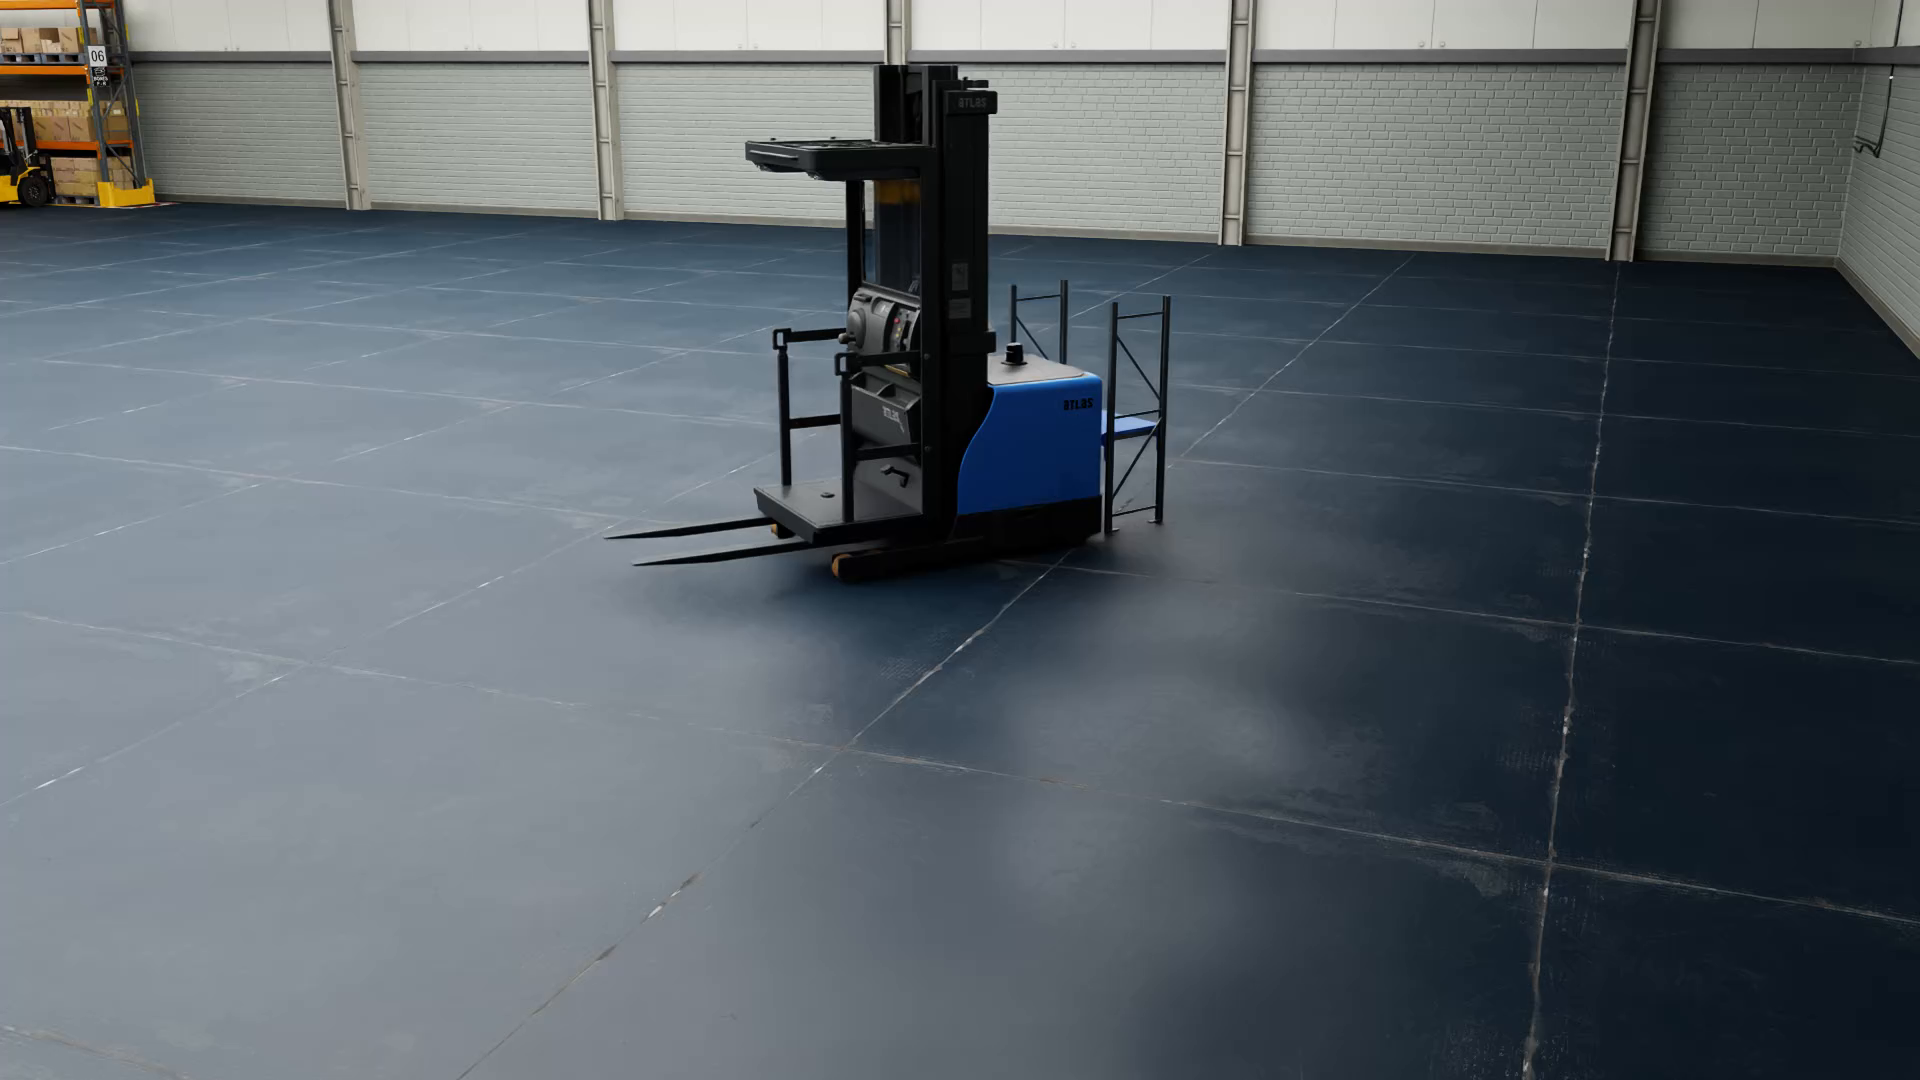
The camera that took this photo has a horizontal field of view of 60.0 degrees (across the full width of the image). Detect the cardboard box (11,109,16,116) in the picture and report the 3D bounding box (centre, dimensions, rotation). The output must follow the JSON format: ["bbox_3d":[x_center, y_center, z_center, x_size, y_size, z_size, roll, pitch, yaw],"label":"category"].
[{"bbox_3d":[-19.845,-9.020,35.022,0.250,0.149,0.380,6,17,19],"label":"cardboard box"}]

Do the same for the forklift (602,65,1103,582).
[{"bbox_3d":[-0.646,-1.328,9.989,3.031,2.935,1.130,-8,18,-26],"label":"forklift"}]

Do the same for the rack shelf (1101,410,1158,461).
[{"bbox_3d":[0.843,-0.753,11.223,0.538,0.185,1.000,-12,20,-35],"label":"rack shelf"}]

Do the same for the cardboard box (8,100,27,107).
[{"bbox_3d":[-19.810,-9.182,35.044,0.250,0.149,0.380,6,17,20],"label":"cardboard box"}]

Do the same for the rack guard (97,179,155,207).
[{"bbox_3d":[-17.482,-7.288,34.881,0.348,0.500,1.175,6,17,21],"label":"rack guard"}]

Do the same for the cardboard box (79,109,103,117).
[{"bbox_3d":[-17.929,-8.813,34.309,0.250,0.149,0.380,7,17,21],"label":"cardboard box"}]

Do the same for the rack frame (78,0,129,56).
[{"bbox_3d":[-17.504,-11.372,33.705,0.127,3.000,1.000,6,17,21],"label":"rack frame"}]

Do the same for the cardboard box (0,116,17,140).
[{"bbox_3d":[-19.946,-8.735,35.201,0.500,0.500,0.500,6,17,20],"label":"cardboard box"}]

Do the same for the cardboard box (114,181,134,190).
[{"bbox_3d":[-17.889,-7.473,35.214,0.500,0.250,0.500,6,17,21],"label":"cardboard box"}]

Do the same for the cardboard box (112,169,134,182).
[{"bbox_3d":[-17.865,-7.714,35.148,0.500,0.250,0.500,7,17,22],"label":"cardboard box"}]

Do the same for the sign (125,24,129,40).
[{"bbox_3d":[-17.295,-10.533,34.484,0.005,0.325,0.100,6,17,21],"label":"sign"}]

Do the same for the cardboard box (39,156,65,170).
[{"bbox_3d":[-18.997,-7.918,34.954,0.500,0.250,0.500,7,17,21],"label":"cardboard box"}]

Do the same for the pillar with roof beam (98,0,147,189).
[{"bbox_3d":[-19.400,-10.560,30.909,0.400,9.000,9.100,6,17,21],"label":"pillar with roof beam"}]

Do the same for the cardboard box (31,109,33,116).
[{"bbox_3d":[-19.331,-8.987,34.907,0.250,0.149,0.380,6,17,20],"label":"cardboard box"}]

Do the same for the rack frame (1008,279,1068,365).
[{"bbox_3d":[0.539,-1.039,11.564,0.500,1.500,0.032,-12,20,-35],"label":"rack frame"}]

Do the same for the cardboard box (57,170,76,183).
[{"bbox_3d":[-18.534,-7.635,34.875,0.500,0.250,0.500,6,17,20],"label":"cardboard box"}]

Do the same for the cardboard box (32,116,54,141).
[{"bbox_3d":[-19.014,-8.629,34.837,0.500,0.500,0.500,6,17,20],"label":"cardboard box"}]

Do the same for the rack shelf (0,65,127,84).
[{"bbox_3d":[-19.364,-9.791,34.928,4.000,0.370,1.077,6,17,21],"label":"rack shelf"}]

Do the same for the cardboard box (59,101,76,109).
[{"bbox_3d":[-18.409,-9.012,34.460,0.250,0.149,0.380,7,17,22],"label":"cardboard box"}]

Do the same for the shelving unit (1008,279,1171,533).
[{"bbox_3d":[0.843,-0.926,11.173,0.538,1.500,1.048,-12,20,-35],"label":"shelving unit"}]

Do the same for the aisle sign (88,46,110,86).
[{"bbox_3d":[-17.551,-9.656,33.893,0.004,0.787,0.394,6,17,21],"label":"aisle sign"}]

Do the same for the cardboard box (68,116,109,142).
[{"bbox_3d":[-18.058,-8.521,34.466,0.500,0.500,0.500,6,17,19],"label":"cardboard box"}]

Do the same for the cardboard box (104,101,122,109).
[{"bbox_3d":[-17.738,-9.083,34.705,0.250,0.149,0.380,6,17,20],"label":"cardboard box"}]

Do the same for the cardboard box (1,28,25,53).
[{"bbox_3d":[-19.451,-10.413,34.665,0.637,0.503,0.797,7,18,22],"label":"cardboard box"}]

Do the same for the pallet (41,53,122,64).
[{"bbox_3d":[-18.152,-9.968,34.408,1.213,0.211,1.003,6,17,21],"label":"pallet"}]

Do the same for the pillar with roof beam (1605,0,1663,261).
[{"bbox_3d":[8.507,-7.492,20.338,0.400,9.000,9.100,6,17,21],"label":"pillar with roof beam"}]

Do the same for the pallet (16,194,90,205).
[{"bbox_3d":[-19.362,-7.344,35.593,1.213,0.211,1.003,6,17,21],"label":"pallet"}]

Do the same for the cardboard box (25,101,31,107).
[{"bbox_3d":[-19.343,-9.131,34.869,0.250,0.149,0.380,7,17,21],"label":"cardboard box"}]

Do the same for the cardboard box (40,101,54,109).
[{"bbox_3d":[-18.896,-9.055,34.607,0.250,0.149,0.380,7,18,22],"label":"cardboard box"}]

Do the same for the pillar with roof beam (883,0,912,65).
[{"bbox_3d":[-2.656,-8.719,24.567,0.400,9.000,9.100,6,17,21],"label":"pillar with roof beam"}]

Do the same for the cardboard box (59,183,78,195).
[{"bbox_3d":[-18.516,-7.392,34.933,0.500,0.250,0.500,6,17,21],"label":"cardboard box"}]

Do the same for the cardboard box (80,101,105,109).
[{"bbox_3d":[-17.914,-8.975,34.333,0.250,0.149,0.380,6,17,21],"label":"cardboard box"}]

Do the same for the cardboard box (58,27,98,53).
[{"bbox_3d":[-18.005,-10.211,33.975,0.500,0.500,0.500,7,18,22],"label":"cardboard box"}]

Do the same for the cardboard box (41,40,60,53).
[{"bbox_3d":[-18.622,-10.149,34.179,0.258,0.266,0.396,6,17,21],"label":"cardboard box"}]

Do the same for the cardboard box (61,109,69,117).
[{"bbox_3d":[-18.397,-8.874,34.518,0.250,0.149,0.380,7,17,22],"label":"cardboard box"}]

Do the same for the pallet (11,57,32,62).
[{"bbox_3d":[-20.422,-10.218,35.267,1.213,0.211,1.003,6,17,21],"label":"pallet"}]

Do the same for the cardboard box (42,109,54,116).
[{"bbox_3d":[-18.889,-8.917,34.668,0.250,0.149,0.380,6,17,19],"label":"cardboard box"}]

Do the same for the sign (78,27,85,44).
[{"bbox_3d":[-17.716,-10.179,33.531,0.005,0.325,0.100,6,17,21],"label":"sign"}]

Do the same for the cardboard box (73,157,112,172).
[{"bbox_3d":[-18.047,-7.818,34.610,0.500,0.250,0.500,7,18,22],"label":"cardboard box"}]
